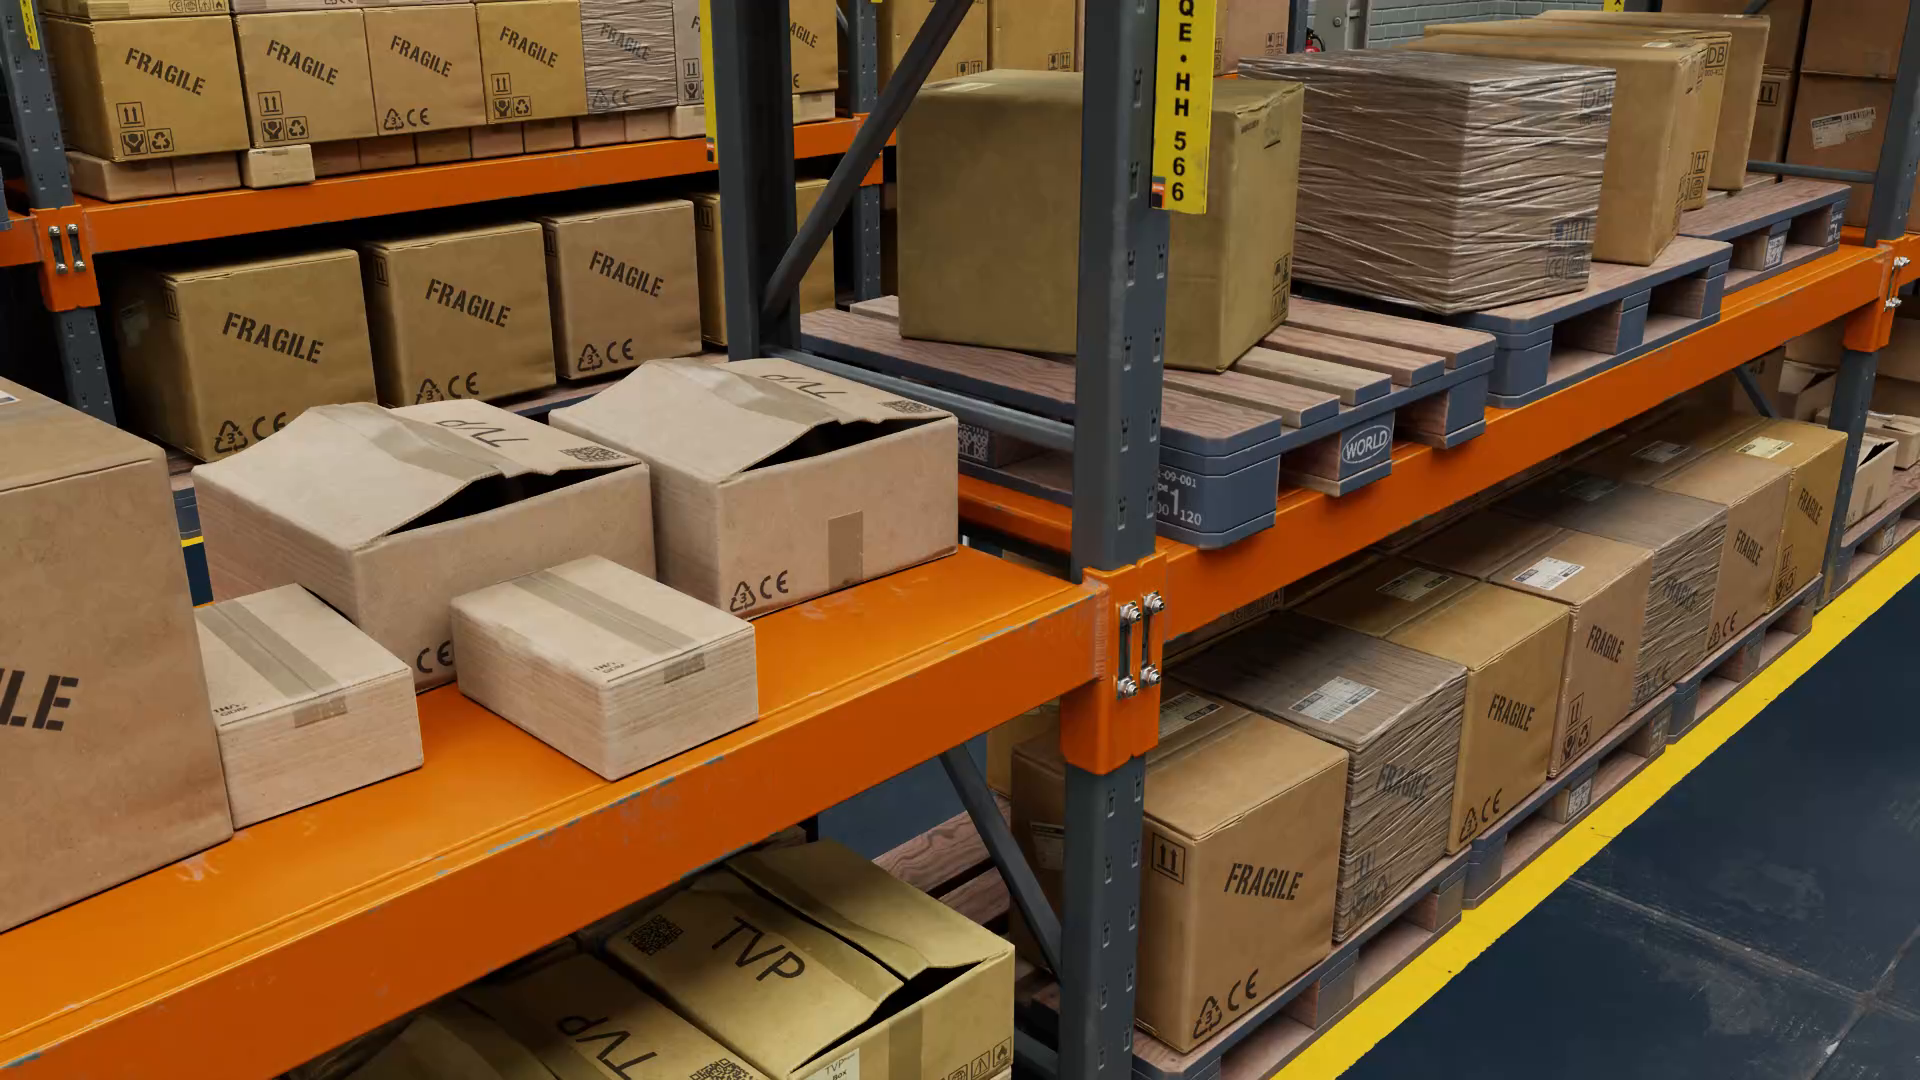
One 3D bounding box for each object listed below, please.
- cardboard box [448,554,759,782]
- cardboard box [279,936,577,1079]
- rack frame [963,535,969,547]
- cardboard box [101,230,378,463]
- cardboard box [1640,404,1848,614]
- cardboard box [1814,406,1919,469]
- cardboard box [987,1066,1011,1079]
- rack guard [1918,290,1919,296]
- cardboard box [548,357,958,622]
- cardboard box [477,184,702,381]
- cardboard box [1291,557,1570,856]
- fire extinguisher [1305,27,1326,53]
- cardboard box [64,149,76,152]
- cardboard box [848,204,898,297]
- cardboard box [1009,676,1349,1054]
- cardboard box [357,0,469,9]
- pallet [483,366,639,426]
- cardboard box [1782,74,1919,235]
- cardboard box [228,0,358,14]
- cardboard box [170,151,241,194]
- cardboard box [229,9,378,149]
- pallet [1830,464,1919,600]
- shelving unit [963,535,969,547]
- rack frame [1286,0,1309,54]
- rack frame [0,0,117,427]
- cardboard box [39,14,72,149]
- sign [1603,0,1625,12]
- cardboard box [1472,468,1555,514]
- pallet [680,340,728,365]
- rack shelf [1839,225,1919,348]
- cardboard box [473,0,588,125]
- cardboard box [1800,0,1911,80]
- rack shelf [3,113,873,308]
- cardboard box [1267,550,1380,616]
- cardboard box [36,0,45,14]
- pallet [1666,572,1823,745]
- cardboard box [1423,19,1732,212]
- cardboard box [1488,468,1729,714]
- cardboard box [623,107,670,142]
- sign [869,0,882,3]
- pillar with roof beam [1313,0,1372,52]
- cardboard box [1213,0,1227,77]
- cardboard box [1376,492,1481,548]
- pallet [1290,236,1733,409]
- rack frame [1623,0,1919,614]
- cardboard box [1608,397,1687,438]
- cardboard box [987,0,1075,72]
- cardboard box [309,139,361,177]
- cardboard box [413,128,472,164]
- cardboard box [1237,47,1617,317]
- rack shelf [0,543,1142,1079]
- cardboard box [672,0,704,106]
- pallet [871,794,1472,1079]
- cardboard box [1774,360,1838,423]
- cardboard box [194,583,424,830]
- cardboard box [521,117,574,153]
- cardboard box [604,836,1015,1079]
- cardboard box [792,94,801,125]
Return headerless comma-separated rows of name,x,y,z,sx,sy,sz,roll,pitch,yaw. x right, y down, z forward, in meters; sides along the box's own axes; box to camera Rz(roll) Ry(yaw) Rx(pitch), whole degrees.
cardboard box,-0.496,0.166,2.311,0.380,0.149,0.250,19,28,41
cardboard box,-1.003,0.773,2.849,0.500,0.311,0.500,18,28,39
rack frame,-0.055,-0.540,6.307,0.240,1.200,0.015,19,28,41
cardboard box,-3.012,-0.839,6.988,0.750,0.750,0.750,19,28,40
cardboard box,2.585,-0.120,5.576,0.500,0.500,0.500,19,28,40
cardboard box,3.768,-0.441,6.877,0.380,0.166,0.250,19,28,41
cardboard box,-0.259,1.032,2.955,0.500,0.250,0.500,-19,28,-41
rack guard,5.461,-1.122,8.796,1.175,0.500,0.348,19,28,41
cardboard box,-0.352,-0.127,2.849,0.500,0.311,0.500,-18,27,-39
cardboard box,-1.807,-1.282,8.141,0.750,0.750,0.750,-19,28,-40
cardboard box,1.170,0.401,4.222,0.500,0.500,0.500,19,28,40
fire extinguisher,2.398,-3.260,11.502,0.296,0.674,0.183,19,28,41
cardboard box,-3.575,-1.530,6.697,0.250,0.149,0.380,-20,28,-41
cardboard box,-0.233,-1.714,9.753,0.700,0.500,0.500,20,29,41
cardboard box,0.455,0.665,3.536,0.500,0.500,0.500,-19,28,-40
cardboard box,-2.397,-2.355,6.894,0.500,0.250,0.500,20,28,41
pallet,-2.164,-0.685,8.061,1.003,0.211,1.213,19,28,41
cardboard box,3.274,-1.389,5.868,0.500,0.500,0.500,-19,28,-41
cardboard box,-2.743,-2.226,6.557,0.500,0.250,0.500,19,28,40
cardboard box,-3.041,-1.472,6.545,0.250,0.149,0.380,-20,29,-41
cardboard box,-2.724,-1.878,6.698,0.500,0.500,0.500,-19,28,-40
pallet,3.203,-0.154,6.682,1.003,0.211,1.213,19,28,41
shelving unit,0.115,-0.603,6.470,0.258,1.200,0.503,19,28,41
rack frame,1.962,-3.547,11.621,1.000,3.000,0.127,19,28,41
rack frame,-3.619,-1.490,6.271,1.000,3.000,0.127,19,28,41
cardboard box,-3.478,-1.873,6.684,0.500,0.500,0.500,19,28,41
sign,2.329,-1.818,5.916,0.100,0.325,0.005,19,28,41
cardboard box,1.493,0.012,5.234,0.500,0.500,0.500,20,29,41
pallet,-1.313,-1.000,8.881,1.003,0.211,1.213,19,28,41
rack shelf,4.119,-1.458,7.190,1.077,0.370,4.000,19,28,41
cardboard box,-2.020,-2.141,7.383,0.500,0.500,0.500,-19,28,-41
cardboard box,3.254,-1.844,5.658,0.500,0.500,0.500,-19,28,-41
rack shelf,-2.224,-1.669,7.738,1.077,0.370,4.000,19,28,41
cardboard box,0.779,0.278,4.542,0.500,0.500,0.500,18,27,39
cardboard box,-3.488,-2.217,6.534,0.500,0.250,0.500,-19,28,-41
pallet,2.183,0.241,5.655,1.003,0.211,1.213,19,28,41
cardboard box,1.799,-1.264,4.957,0.500,0.500,0.700,-15,26,-34
cardboard box,1.884,0.134,4.916,0.500,0.500,0.500,20,29,41
cardboard box,-1.594,-1.998,7.914,0.380,0.149,0.250,19,28,41
sign,-0.433,-2.889,8.406,0.100,0.325,0.005,19,28,41
pillar with roof beam,6.310,-6.180,10.111,9.100,9.000,0.400,19,28,41
cardboard box,1.114,-3.363,10.726,0.980,0.700,0.700,19,28,40
cardboard box,1.164,-0.219,4.788,0.500,0.250,0.500,19,28,40
pallet,1.286,-0.663,4.386,1.003,0.211,1.213,19,28,41
rack frame,2.724,-1.280,5.723,1.000,3.000,0.127,19,28,41
cardboard box,2.211,-0.255,5.928,0.500,0.500,0.500,18,27,38
cardboard box,0.075,-2.980,9.729,0.980,0.700,0.700,18,28,39
cardboard box,-2.708,-1.614,6.916,0.380,0.149,0.250,19,28,40
cardboard box,-2.345,-1.747,7.260,0.250,0.149,0.380,-20,28,-41
cardboard box,1.067,-0.872,3.936,0.500,0.500,0.700,-14,25,-32
rack shelf,-1.462,0.598,1.839,1.077,0.370,4.000,19,28,41
cardboard box,-1.319,-2.398,8.051,0.500,0.500,0.500,20,28,41
pallet,0.481,0.868,4.023,1.003,0.211,1.213,19,28,41
cardboard box,3.441,-0.640,7.194,0.500,0.311,0.500,19,28,41
cardboard box,-0.916,0.208,2.203,0.250,0.149,0.380,-18,27,-38
cardboard box,-1.973,-1.872,7.586,0.250,0.149,0.380,-19,28,-40
cardboard box,-0.256,0.771,2.854,0.500,0.311,0.500,-19,28,-41
cardboard box,-1.020,-2.182,8.393,0.250,0.149,0.380,-20,28,-41
